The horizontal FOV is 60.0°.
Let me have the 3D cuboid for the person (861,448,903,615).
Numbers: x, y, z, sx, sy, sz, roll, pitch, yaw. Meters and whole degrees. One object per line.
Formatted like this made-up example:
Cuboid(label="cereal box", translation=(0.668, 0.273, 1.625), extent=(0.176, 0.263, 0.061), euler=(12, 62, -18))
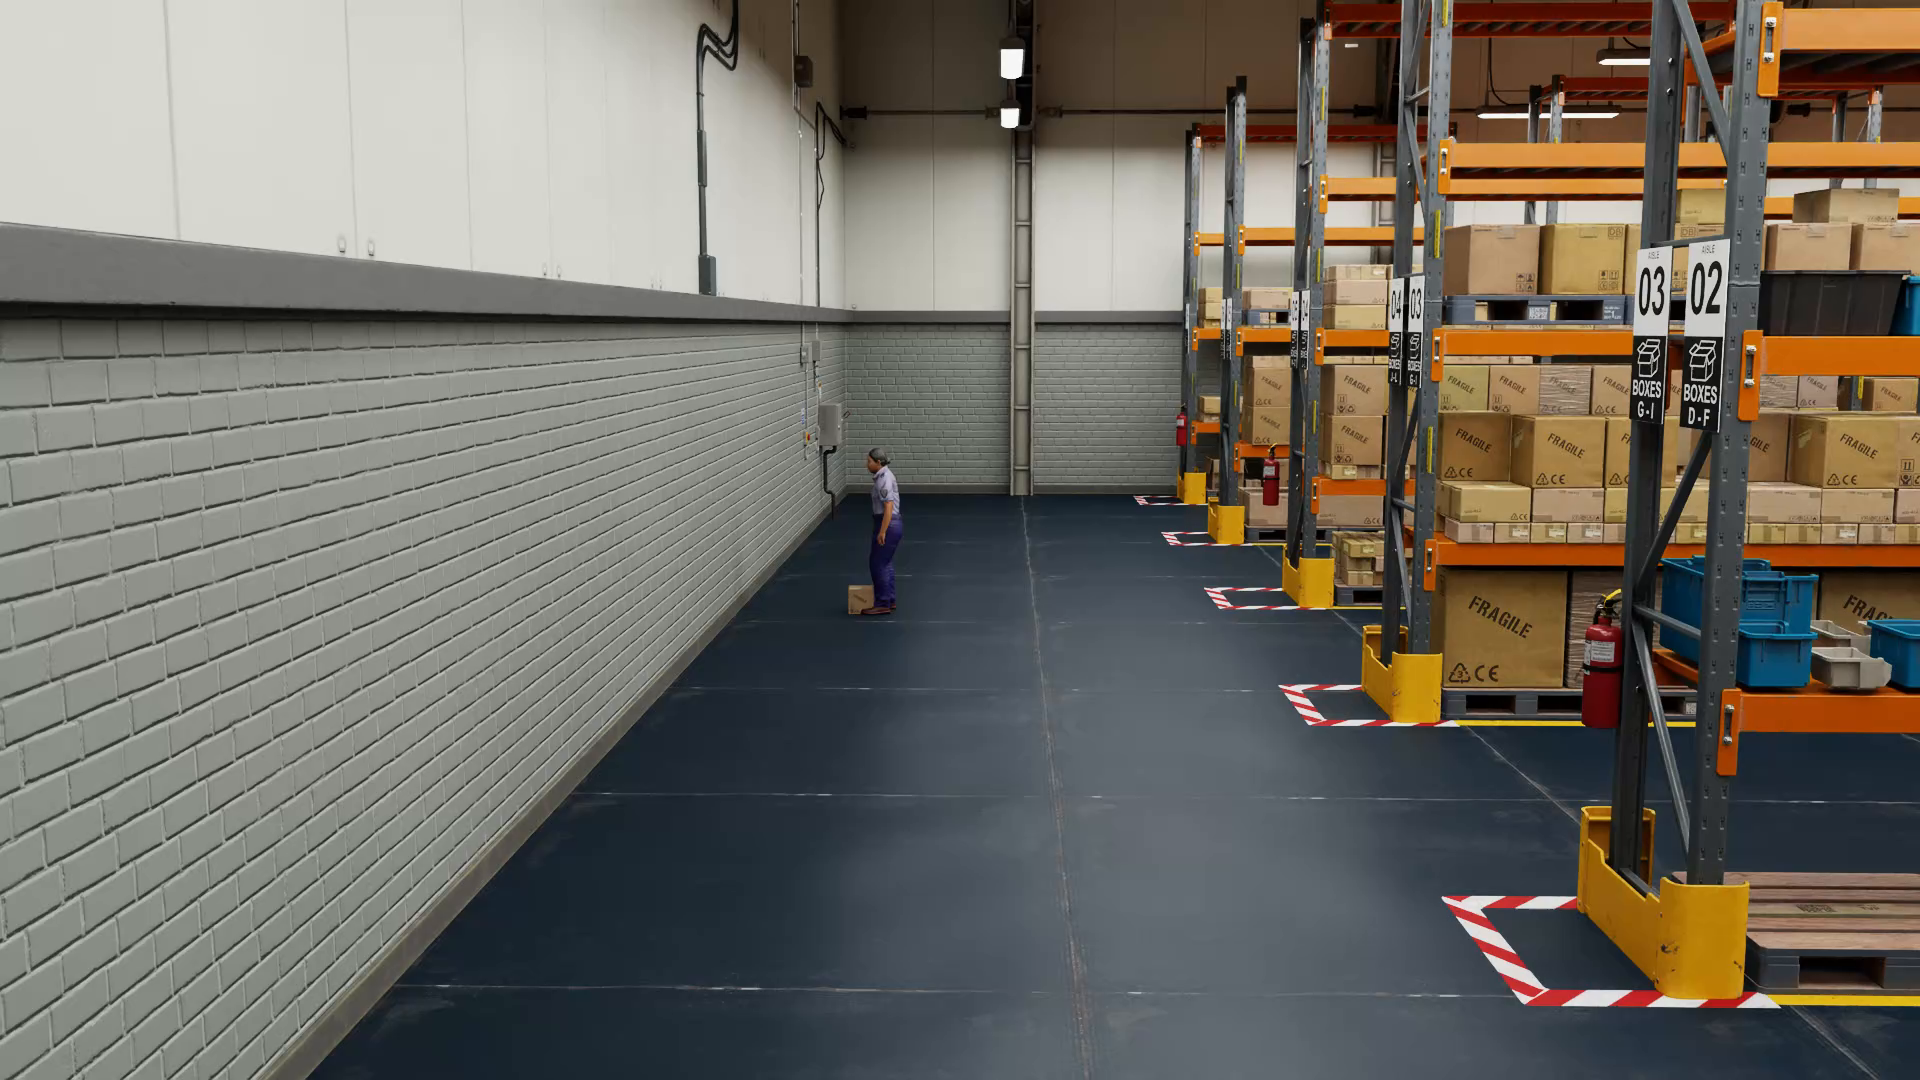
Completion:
Cuboid(label="person", translation=(-0.781, -0.097, 16.560), extent=(0.426, 1.651, 0.554), euler=(0, 7, -2))
